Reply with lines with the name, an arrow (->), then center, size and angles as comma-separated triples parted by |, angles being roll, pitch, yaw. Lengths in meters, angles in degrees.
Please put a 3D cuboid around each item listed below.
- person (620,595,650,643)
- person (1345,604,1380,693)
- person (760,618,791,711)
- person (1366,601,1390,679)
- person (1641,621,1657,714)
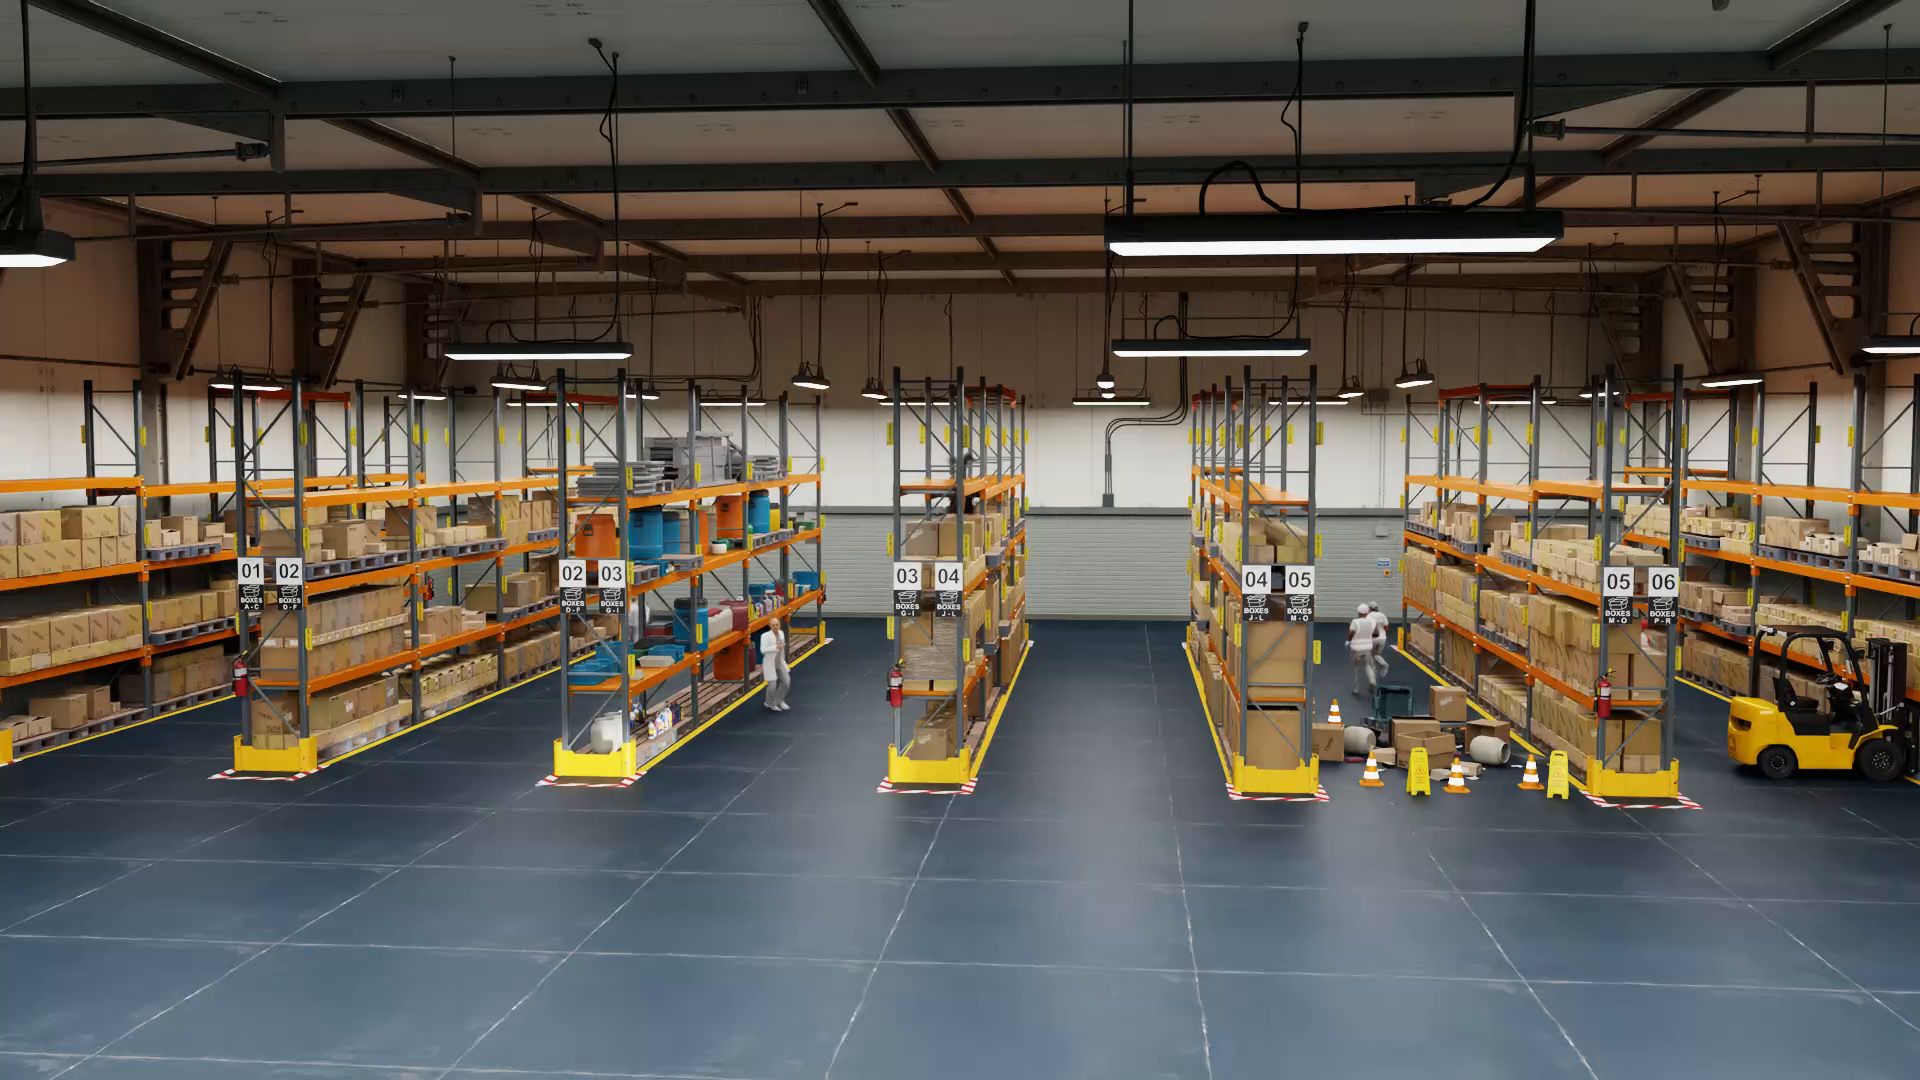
person -> -7.080, 1.904, 36.167 | 0.563, 1.740, 0.846 | 0, 4, 4
person -> 7.784, 2.112, 32.152 | 0.679, 1.763, 0.957 | 0, 4, -3
person -> -3.383, 2.278, 30.120 | 0.665, 1.744, 0.938 | -2, 4, -35
person -> 8.630, 2.078, 34.383 | 0.576, 1.601, 0.623 | -1, 4, -17
person -> 12.070, 2.297, 29.586 | 0.654, 1.761, 0.656 | 0, 4, 6
